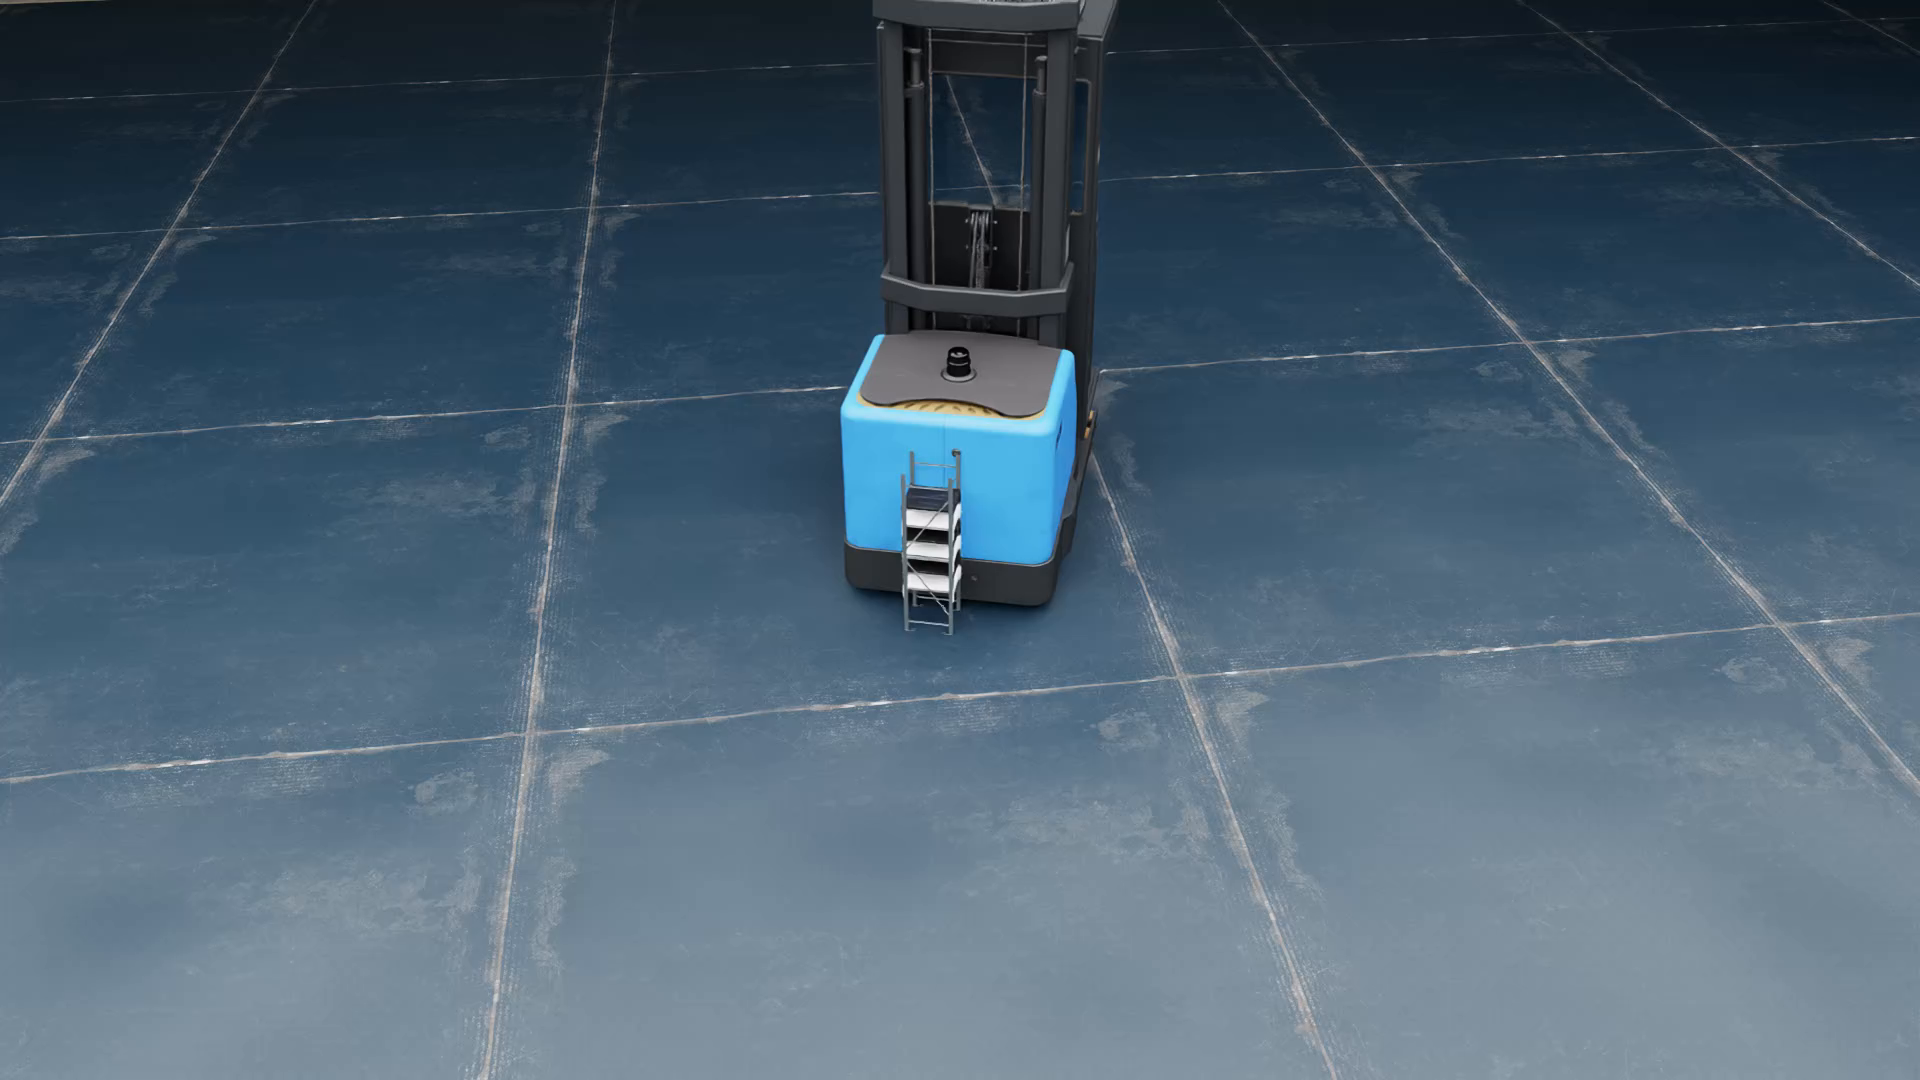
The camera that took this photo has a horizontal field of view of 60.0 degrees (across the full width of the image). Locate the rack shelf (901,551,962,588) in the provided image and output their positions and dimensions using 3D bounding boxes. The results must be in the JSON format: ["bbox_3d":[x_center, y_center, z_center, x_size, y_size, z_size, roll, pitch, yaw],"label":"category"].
[{"bbox_3d":[-0.134,0.127,7.983,0.258,0.077,0.200,6,35,8],"label":"rack shelf"}]

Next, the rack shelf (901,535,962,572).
[{"bbox_3d":[-0.134,0.053,7.933,0.258,0.077,0.200,6,35,8],"label":"rack shelf"}]

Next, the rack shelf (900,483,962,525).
[{"bbox_3d":[-0.134,-0.170,7.780,0.258,0.077,0.200,6,35,8],"label":"rack shelf"}]

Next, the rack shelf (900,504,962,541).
[{"bbox_3d":[-0.134,-0.096,7.831,0.258,0.077,0.200,6,35,8],"label":"rack shelf"}]

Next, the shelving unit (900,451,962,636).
[{"bbox_3d":[-0.134,0.025,7.914,0.258,0.900,0.210,6,35,8],"label":"shelving unit"}]

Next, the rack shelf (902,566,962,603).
[{"bbox_3d":[-0.134,0.202,8.034,0.258,0.077,0.200,6,35,8],"label":"rack shelf"}]

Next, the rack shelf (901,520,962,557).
[{"bbox_3d":[-0.134,-0.022,7.882,0.258,0.077,0.200,6,35,8],"label":"rack shelf"}]

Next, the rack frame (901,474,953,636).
[{"bbox_3d":[-0.152,0.082,7.831,0.240,0.900,0.006,6,35,8],"label":"rack frame"}]

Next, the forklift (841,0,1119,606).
[{"bbox_3d":[0.189,-1.710,8.657,1.130,2.935,3.031,6,35,8],"label":"forklift"}]

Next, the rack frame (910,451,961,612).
[{"bbox_3d":[-0.116,-0.031,7.996,0.240,0.900,0.006,6,35,8],"label":"rack frame"}]
